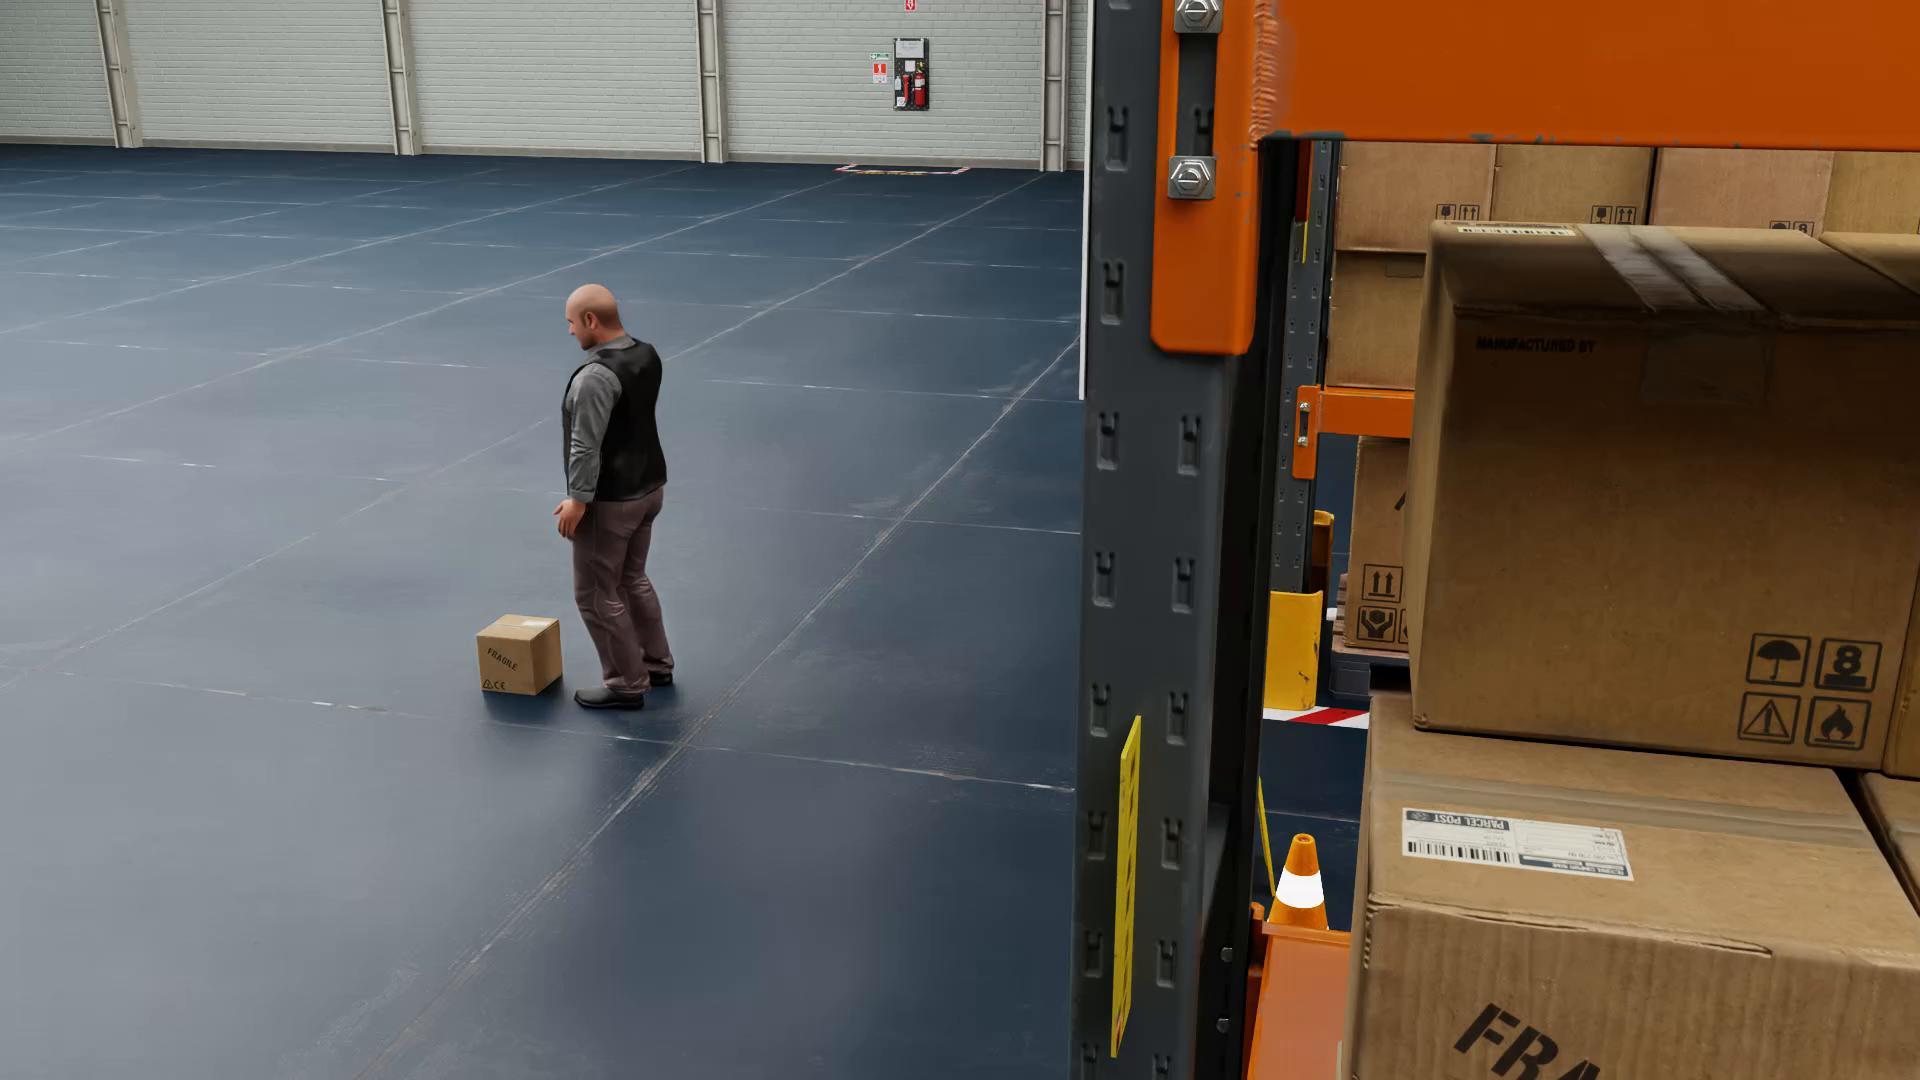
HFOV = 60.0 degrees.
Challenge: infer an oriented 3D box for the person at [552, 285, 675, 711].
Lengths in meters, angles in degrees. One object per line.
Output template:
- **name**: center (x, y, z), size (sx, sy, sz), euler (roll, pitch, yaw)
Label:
- **person**: center (-1.380, -0.162, 6.627), size (0.358, 1.710, 0.538), euler (5, 19, 15)
